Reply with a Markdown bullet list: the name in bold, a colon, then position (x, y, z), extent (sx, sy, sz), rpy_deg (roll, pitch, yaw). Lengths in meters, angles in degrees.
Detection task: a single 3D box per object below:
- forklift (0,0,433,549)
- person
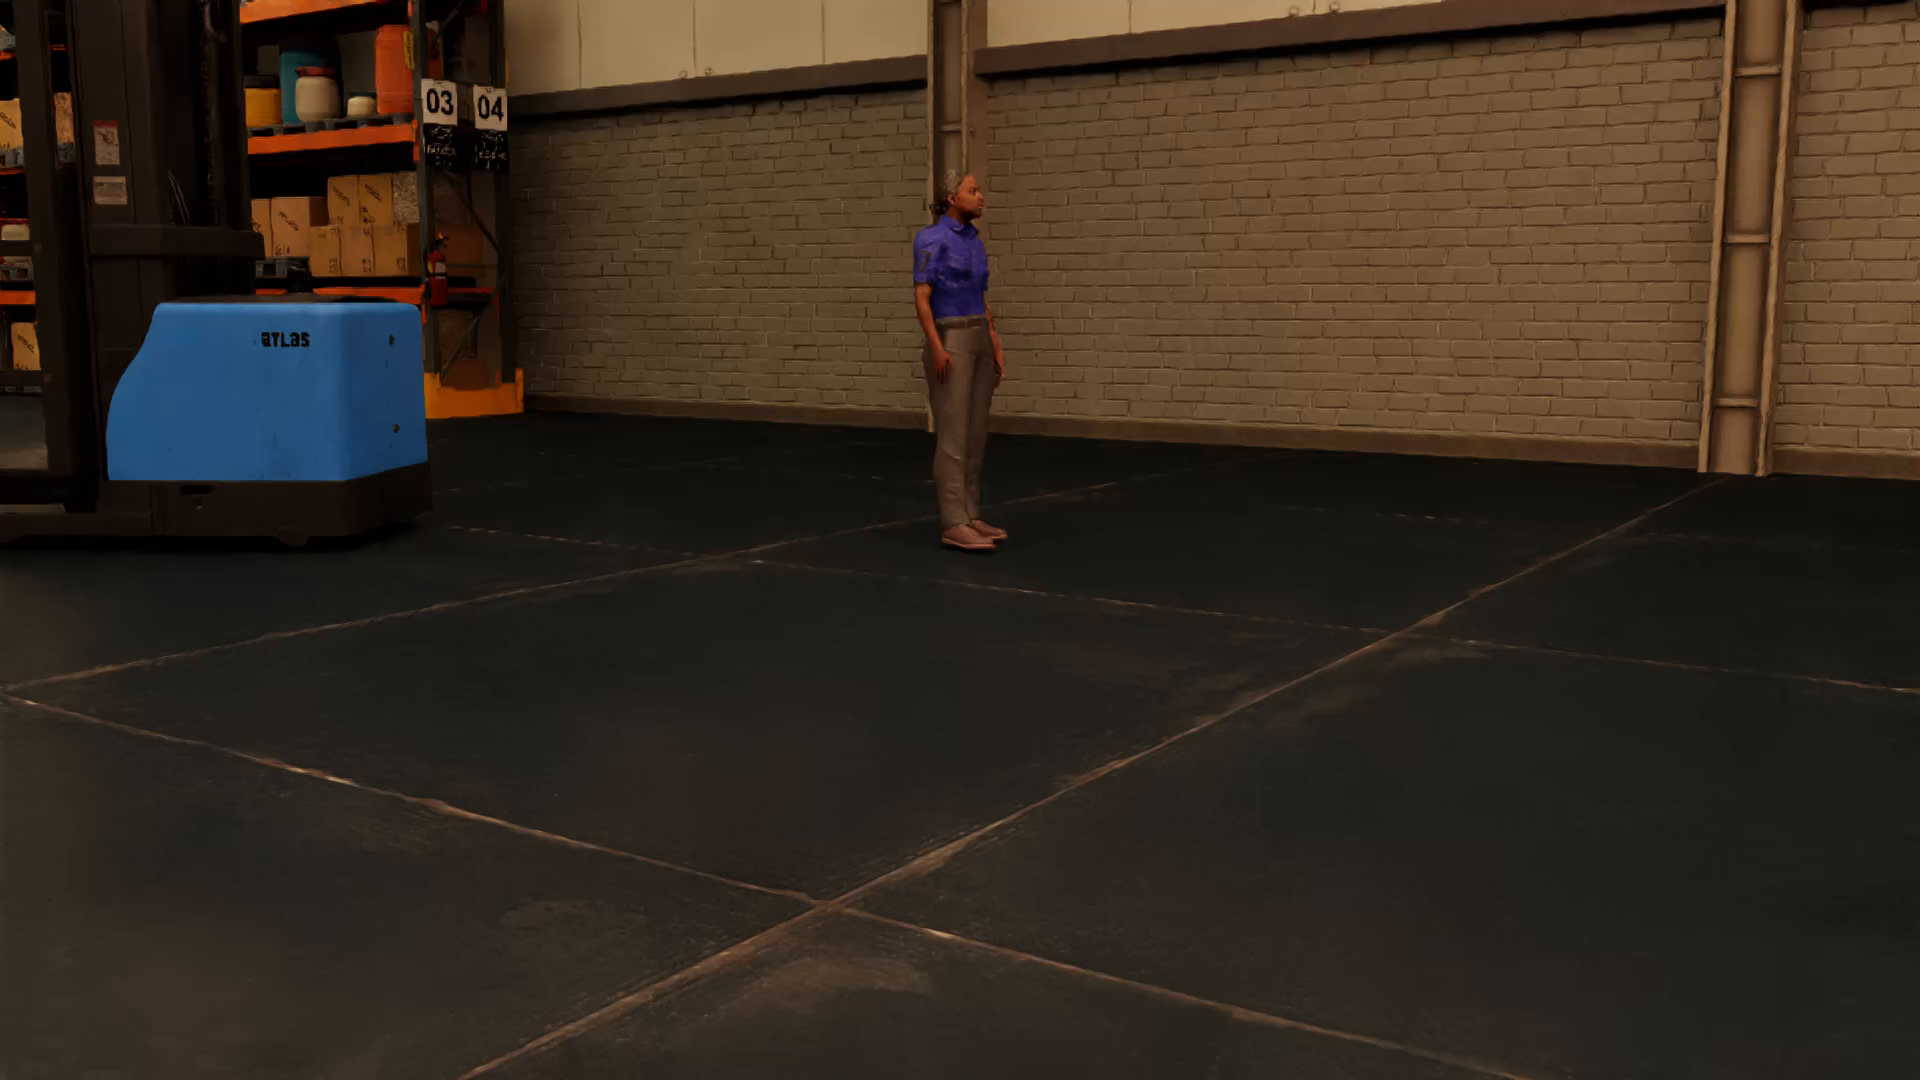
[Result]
- **forklift**: position (-4.118, -1.480, 7.604), extent (3.031, 2.935, 1.130), rpy_deg (1, 8, 4)
- **person**: position (0.062, -0.817, 7.421), extent (0.503, 1.654, 0.570), rpy_deg (5, 10, 34)
